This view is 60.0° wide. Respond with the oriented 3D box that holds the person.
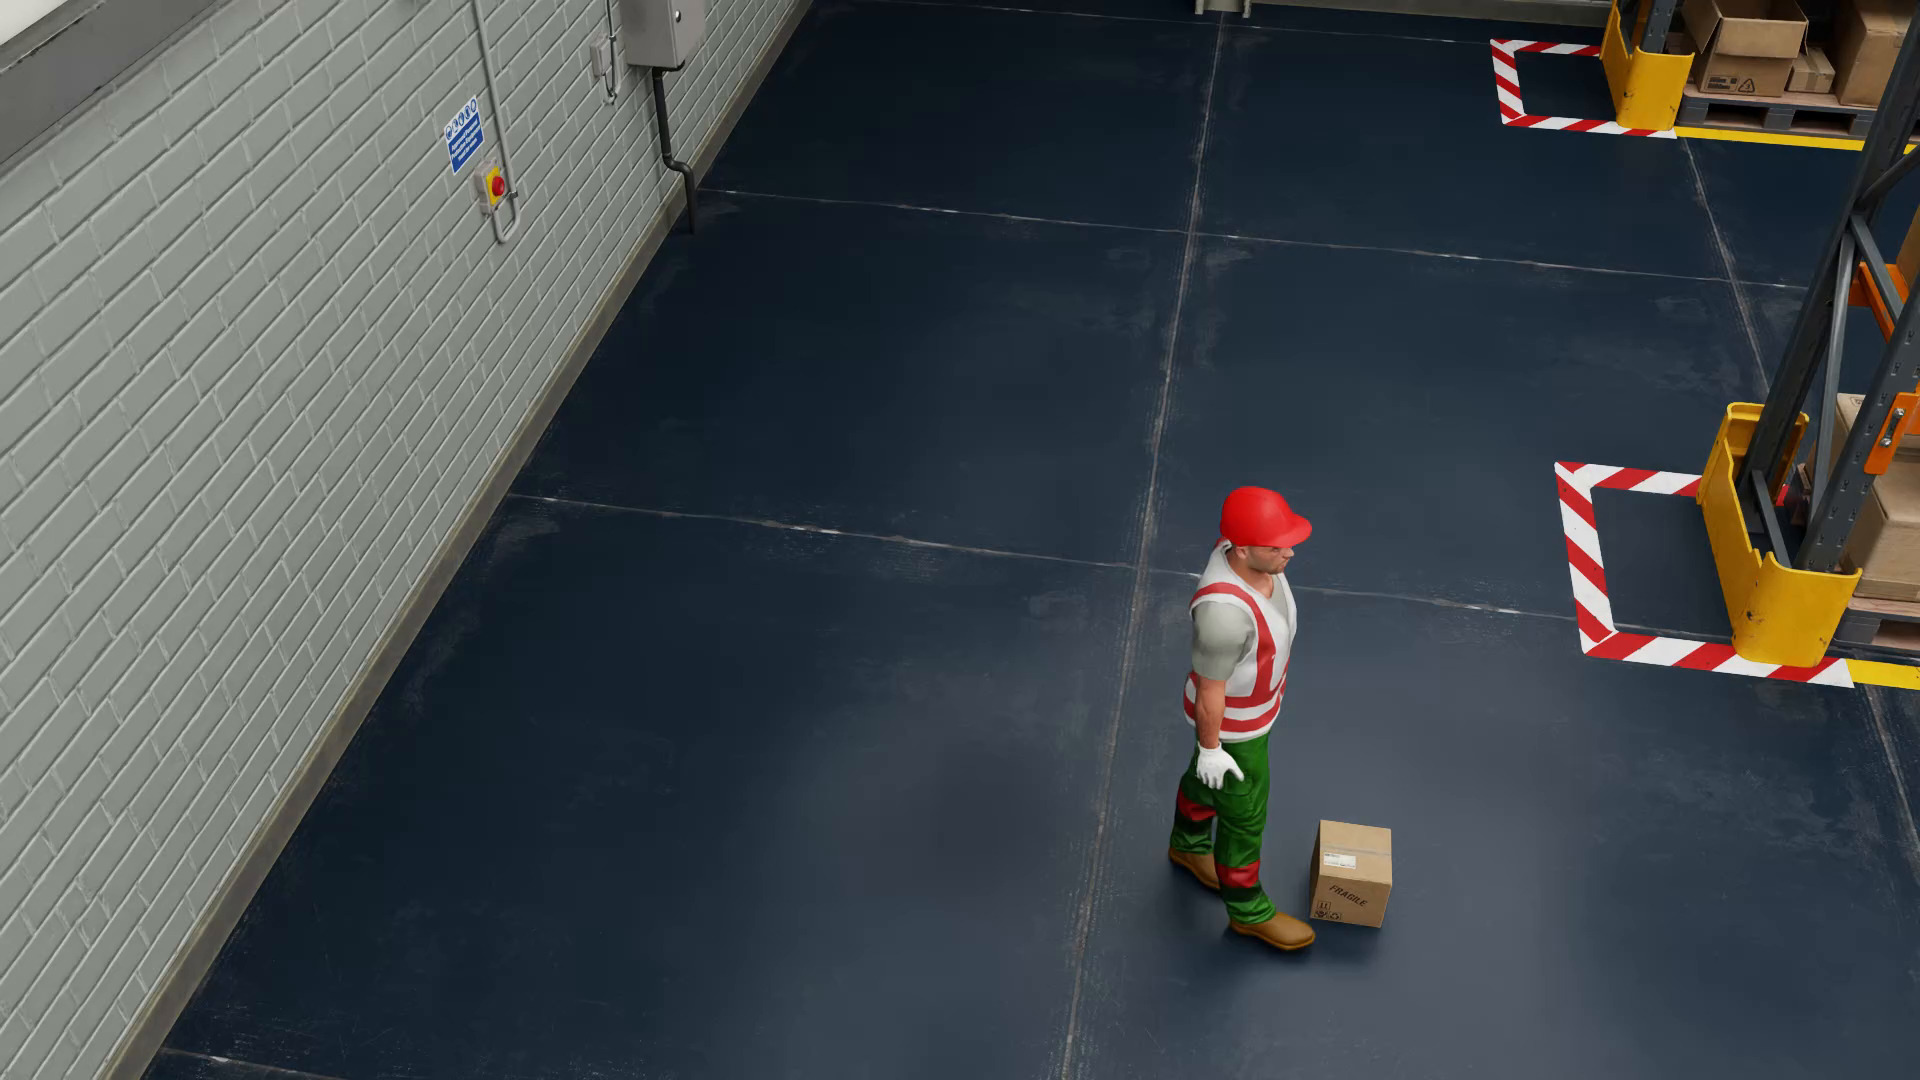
[{"bbox_3d":[1.018,0.580,5.445,0.593,1.788,0.546,14,42,16],"label":"person"}]
